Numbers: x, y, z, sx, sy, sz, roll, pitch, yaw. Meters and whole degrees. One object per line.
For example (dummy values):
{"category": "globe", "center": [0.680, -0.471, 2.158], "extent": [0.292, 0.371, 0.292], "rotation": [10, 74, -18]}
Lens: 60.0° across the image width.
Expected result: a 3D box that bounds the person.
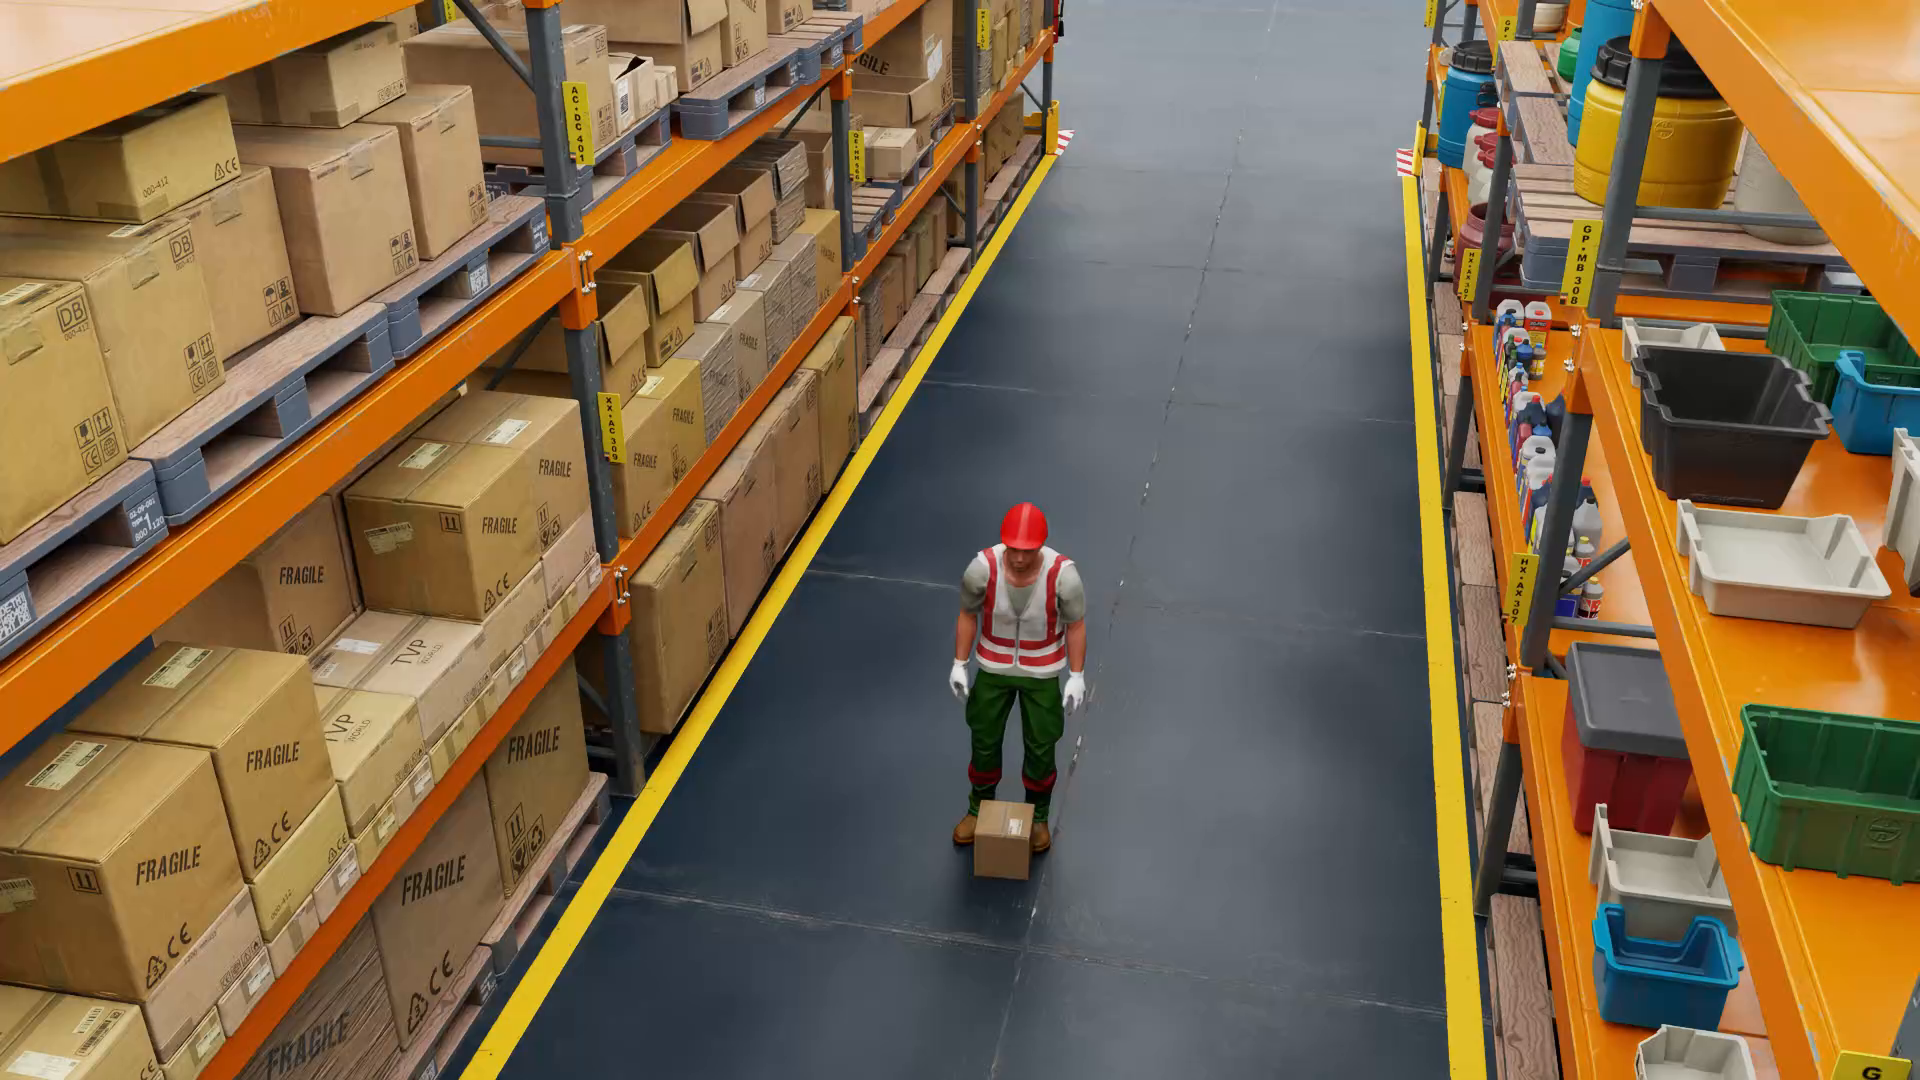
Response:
{"category": "person", "center": [0.263, 0.608, 7.490], "extent": [0.623, 1.779, 0.452], "rotation": [5, 29, 9]}
